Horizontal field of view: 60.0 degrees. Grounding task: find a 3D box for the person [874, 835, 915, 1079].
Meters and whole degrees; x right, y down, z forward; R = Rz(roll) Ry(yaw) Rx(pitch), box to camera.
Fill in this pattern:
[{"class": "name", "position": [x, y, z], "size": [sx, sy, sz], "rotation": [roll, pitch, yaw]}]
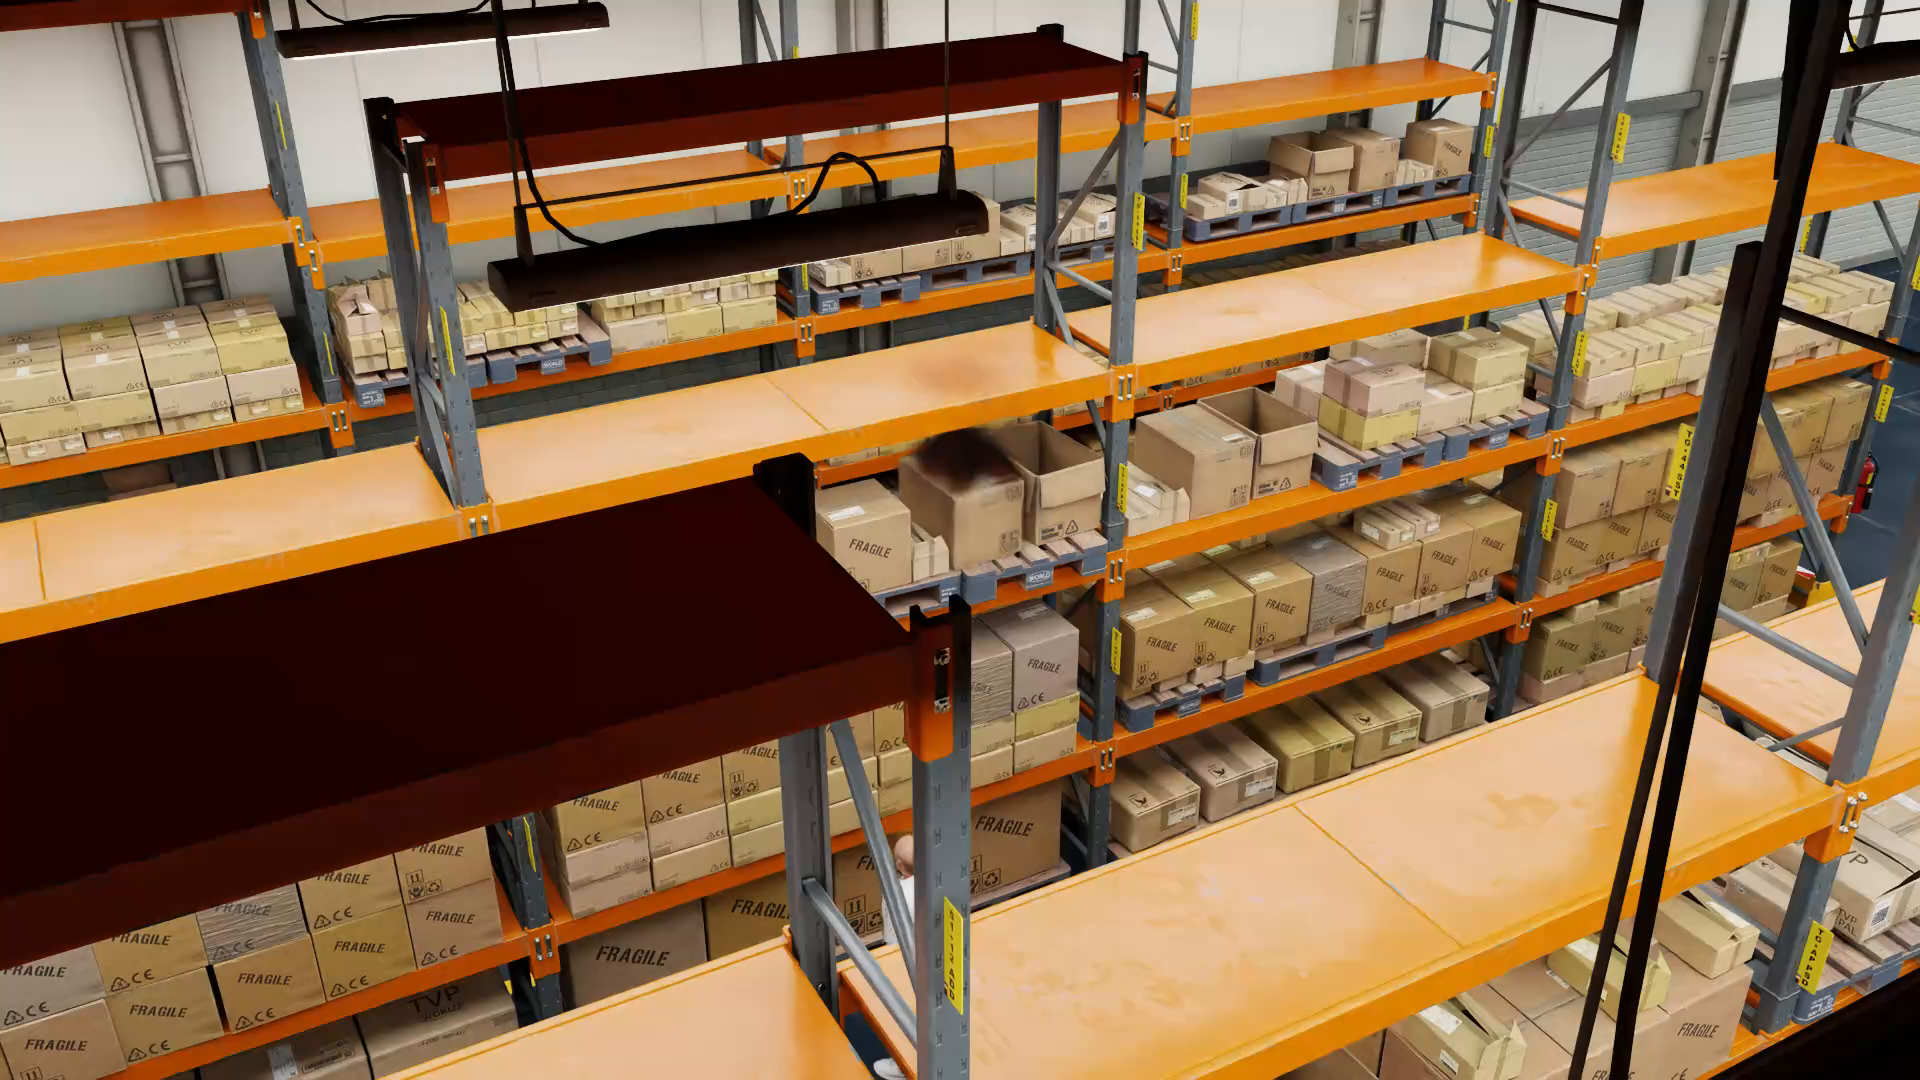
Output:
[{"class": "person", "position": [-0.315, 2.495, 10.035], "size": [0.443, 1.786, 0.655], "rotation": [15, 31, 25]}]
